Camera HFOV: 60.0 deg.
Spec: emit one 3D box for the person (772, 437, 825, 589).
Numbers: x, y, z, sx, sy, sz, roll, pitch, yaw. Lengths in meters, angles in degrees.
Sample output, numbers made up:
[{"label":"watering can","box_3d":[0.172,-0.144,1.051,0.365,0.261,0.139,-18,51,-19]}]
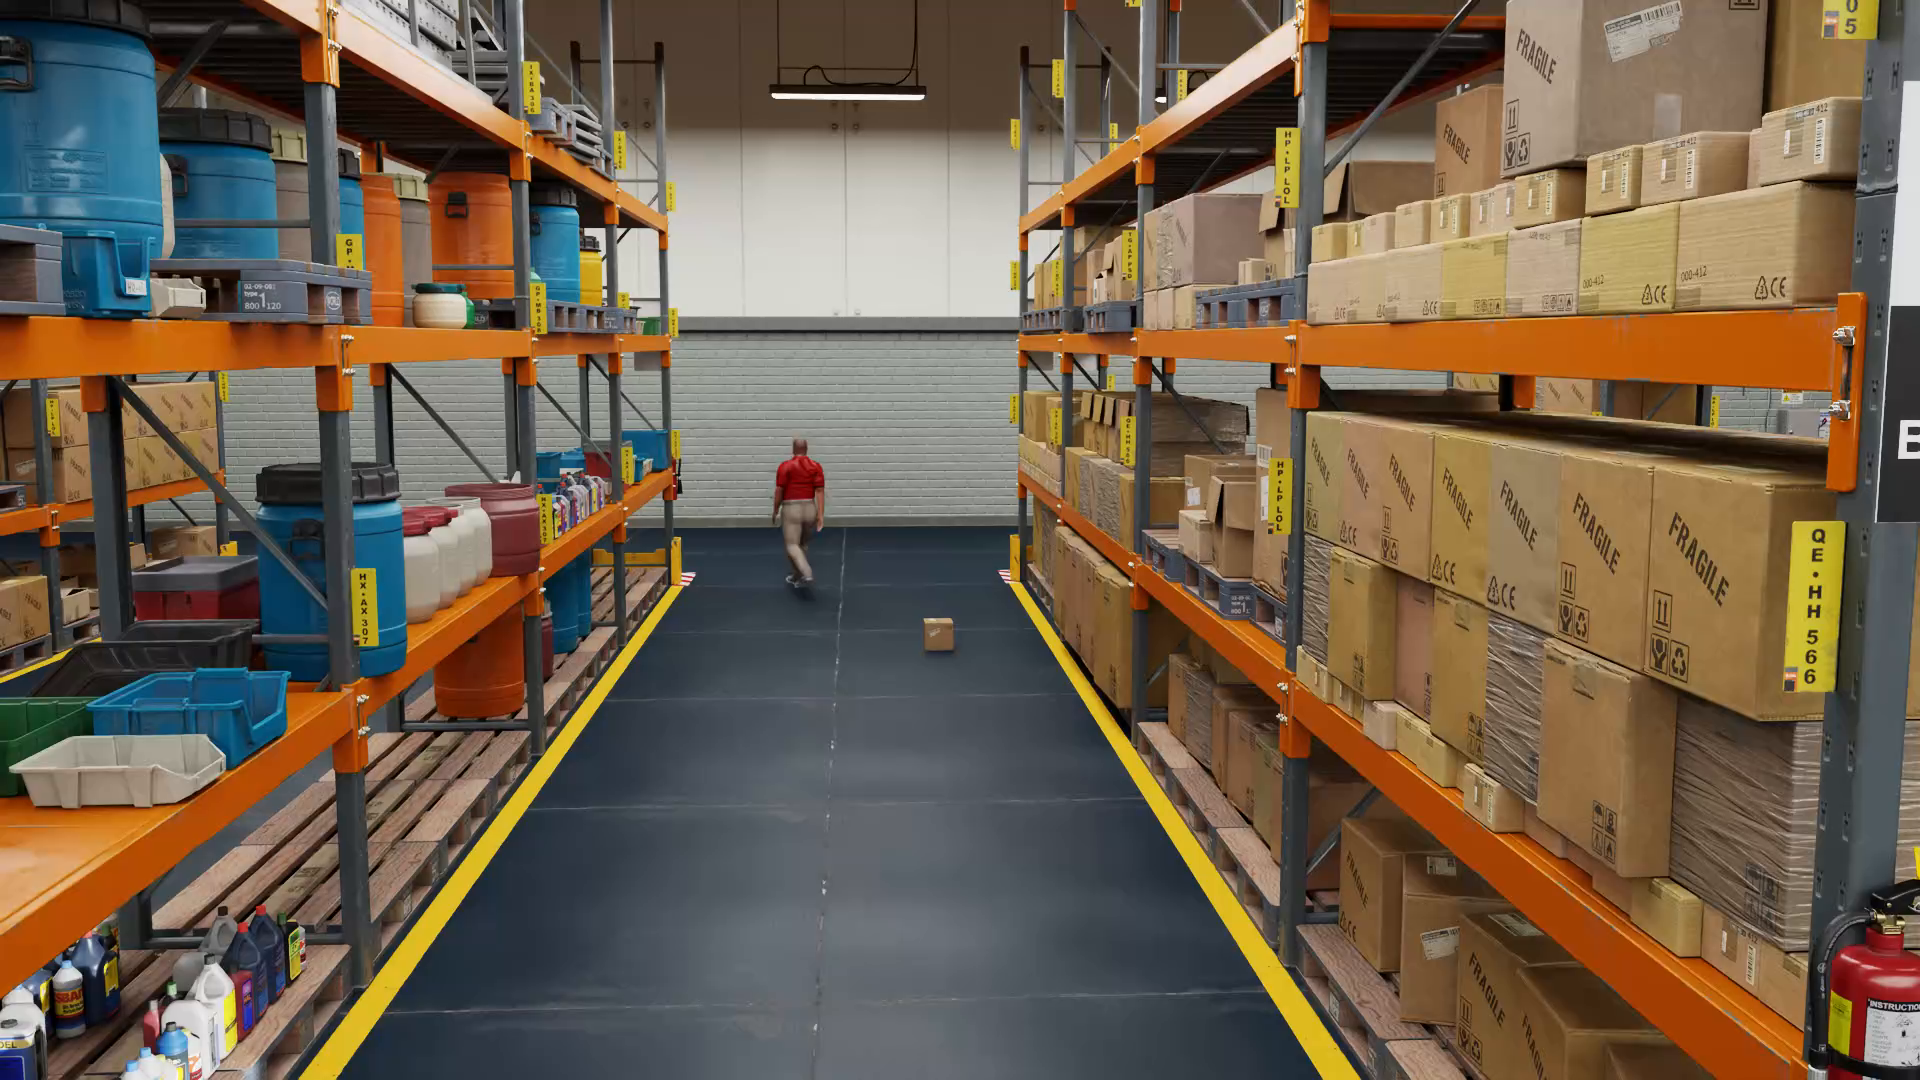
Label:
[{"label":"person","box_3d":[-1.771,-0.290,18.223,0.532,1.677,1.015,-4,8,-29]}]
